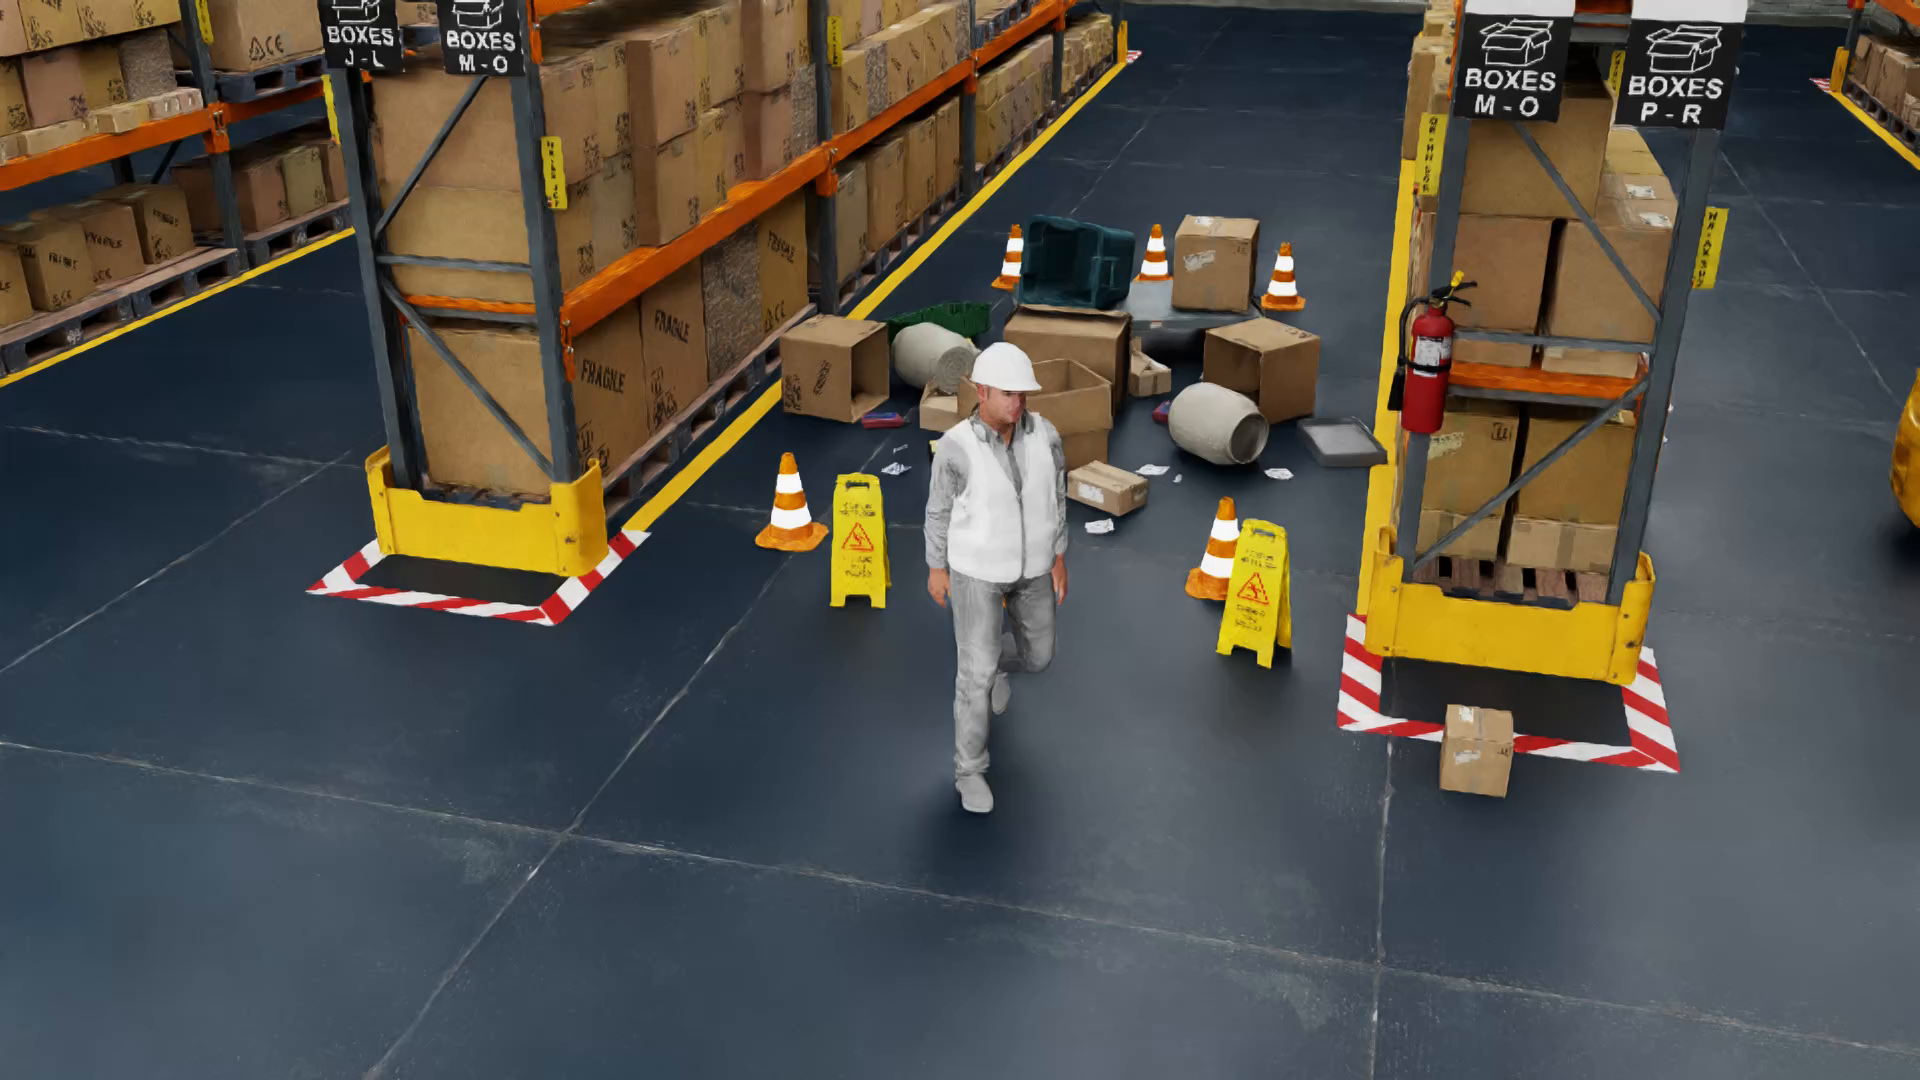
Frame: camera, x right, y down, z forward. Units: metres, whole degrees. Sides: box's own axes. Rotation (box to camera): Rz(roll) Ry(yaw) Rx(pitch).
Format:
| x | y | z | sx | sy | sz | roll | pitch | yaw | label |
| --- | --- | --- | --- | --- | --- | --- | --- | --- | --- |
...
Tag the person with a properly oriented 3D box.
| x | y | z | sx | sy | sz | roll | pitch | yaw | label |
| --- | --- | --- | --- | --- | --- | --- | --- | --- | --- |
| 0.126 | 0.087 | 6.403 | 0.584 | 1.755 | 0.833 | -12 | 28 | -24 | person |
